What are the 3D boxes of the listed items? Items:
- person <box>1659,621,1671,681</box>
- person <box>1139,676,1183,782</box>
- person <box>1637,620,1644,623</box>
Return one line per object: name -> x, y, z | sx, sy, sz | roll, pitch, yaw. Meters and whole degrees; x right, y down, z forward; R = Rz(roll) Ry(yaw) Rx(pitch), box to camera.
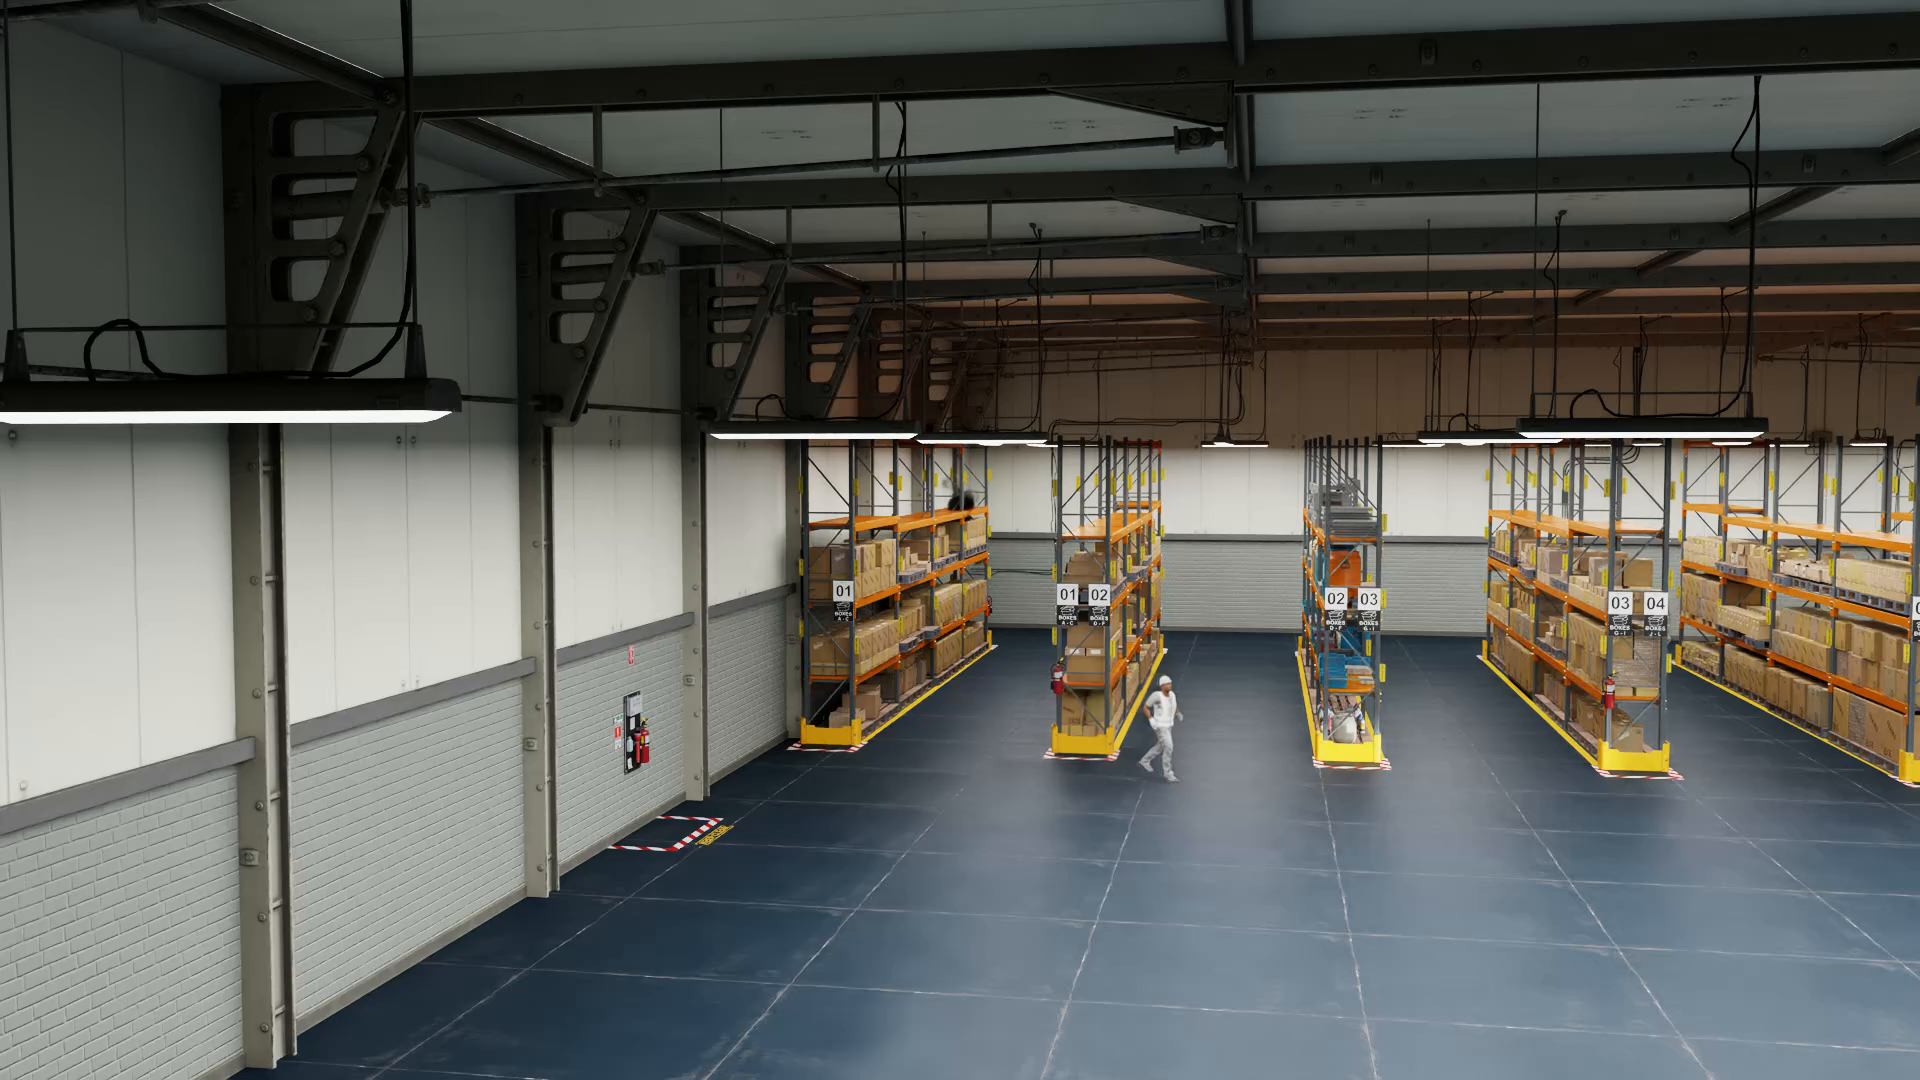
person -> 17.337, 2.570, 41.342 | 0.653, 1.823, 0.910 | 1, 3, 14
person -> 3.494, 3.266, 28.991 | 0.856, 1.827, 0.674 | 3, 4, 40
person -> 17.942, 2.591, 44.262 | 0.630, 1.521, 0.518 | 2, 4, 35
